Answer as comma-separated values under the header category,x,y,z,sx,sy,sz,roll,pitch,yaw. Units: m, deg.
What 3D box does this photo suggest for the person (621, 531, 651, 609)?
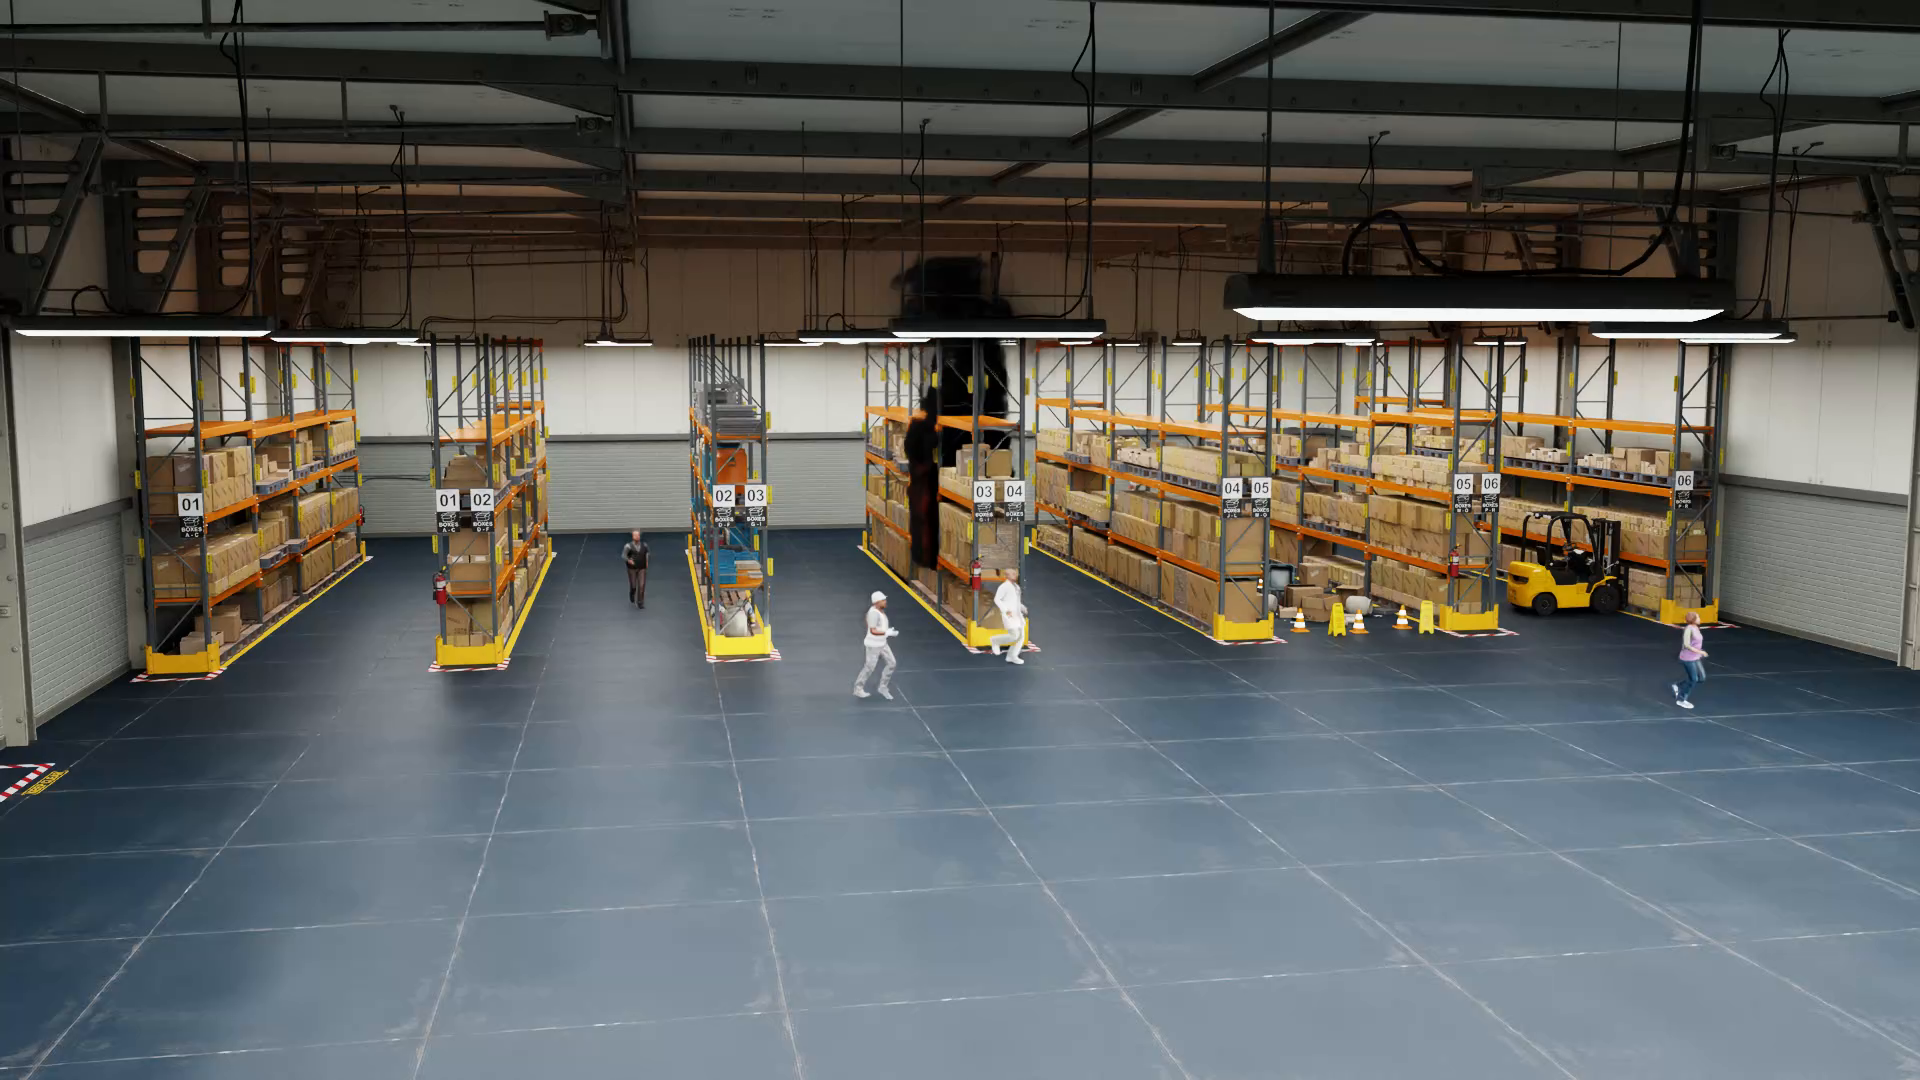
category,x,y,z,sx,sy,sz,roll,pitch,yaw
person,-7.146,0.647,36.807,0.670,1.698,0.880,-2,7,-21

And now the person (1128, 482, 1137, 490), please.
category,x,y,z,sx,sy,sz,roll,pitch,yaw
person,5.259,-0.919,50.457,0.632,1.752,0.644,-1,7,-7

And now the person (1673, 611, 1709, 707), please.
category,x,y,z,sx,sy,sz,roll,pitch,yaw
person,11.713,1.906,26.628,0.562,1.560,0.570,5,8,39

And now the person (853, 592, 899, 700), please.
category,x,y,z,sx,sy,sz,roll,pitch,yaw
person,-1.355,1.742,27.127,0.805,1.817,0.619,2,7,17

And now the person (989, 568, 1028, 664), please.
category,x,y,z,sx,sy,sz,roll,pitch,yaw
person,0.898,1.382,30.525,0.681,1.740,0.726,4,8,31
